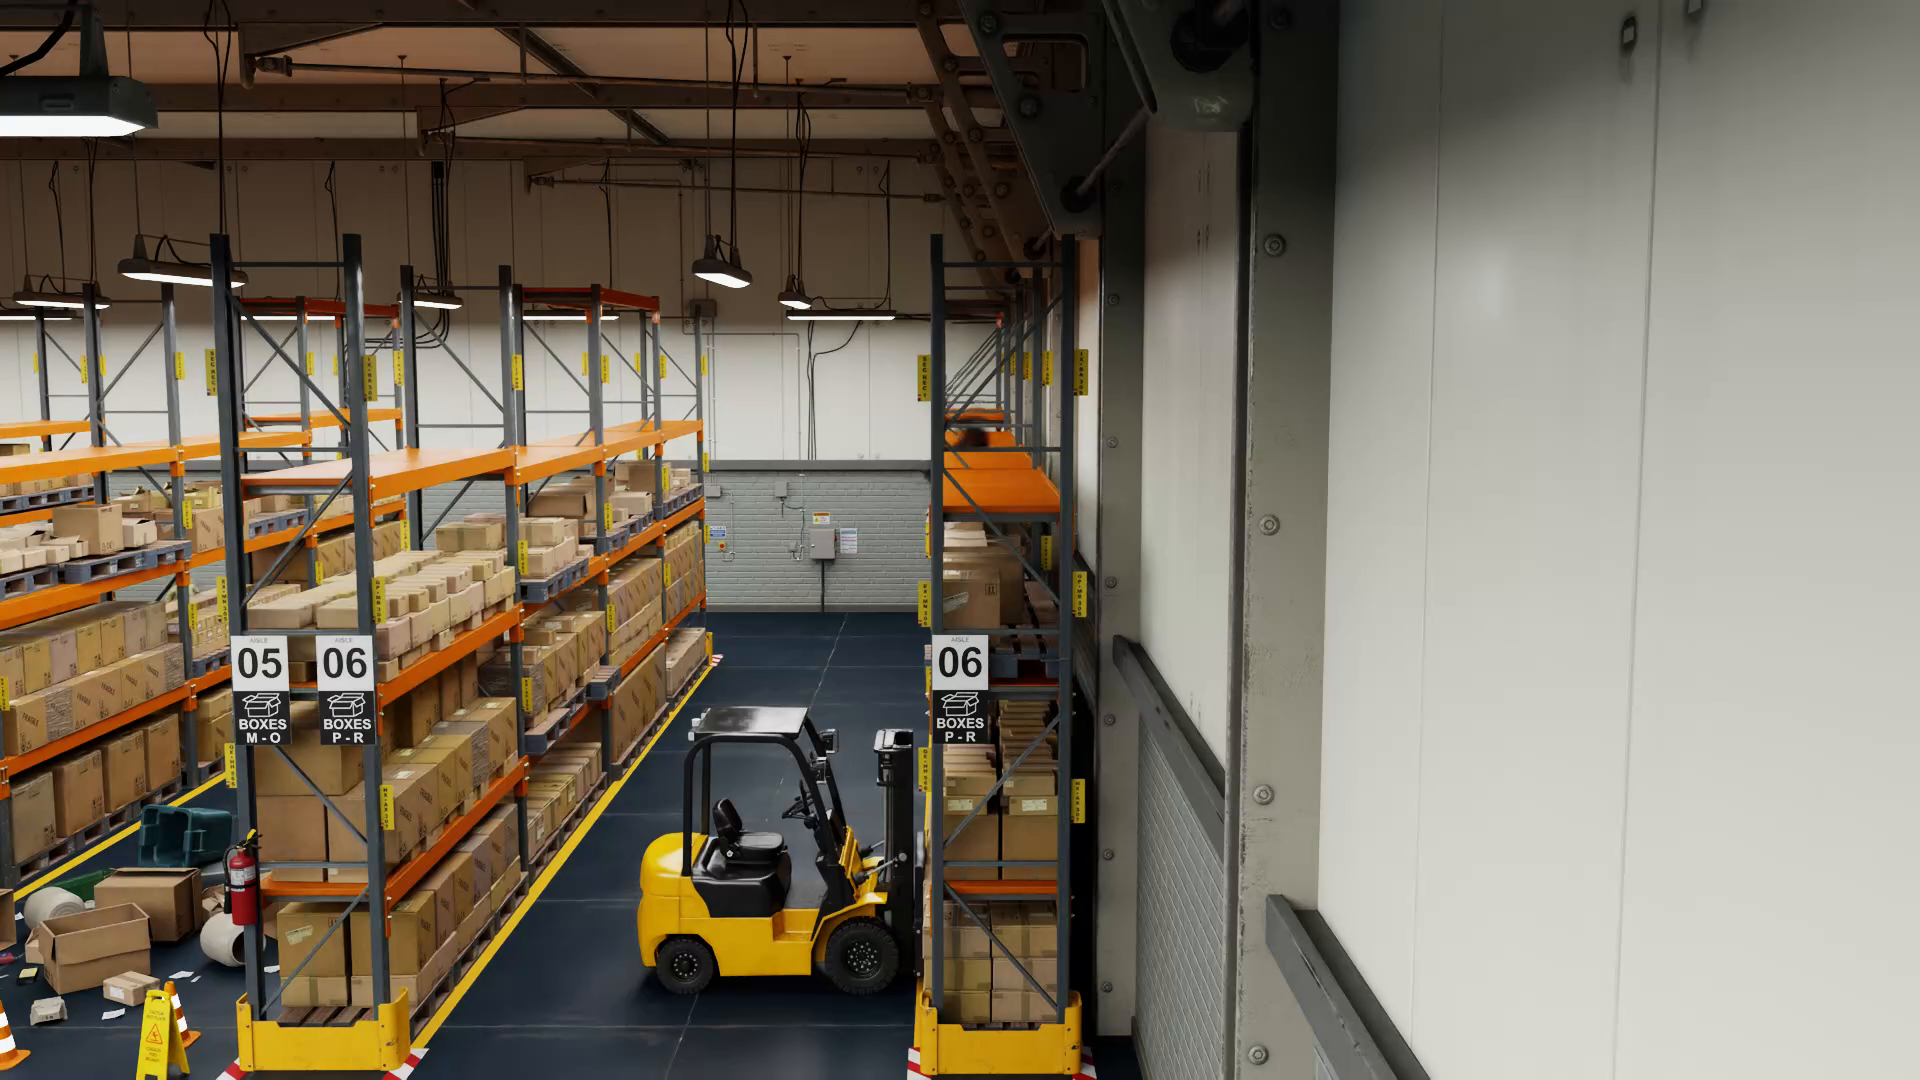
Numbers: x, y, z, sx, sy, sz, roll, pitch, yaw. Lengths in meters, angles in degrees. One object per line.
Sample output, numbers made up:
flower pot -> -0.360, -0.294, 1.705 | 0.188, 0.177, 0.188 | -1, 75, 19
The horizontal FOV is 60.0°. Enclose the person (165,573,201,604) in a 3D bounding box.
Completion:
person -> -12.991, 1.295, 27.890 | 0.636, 1.599, 0.761 | -5, 8, -38
